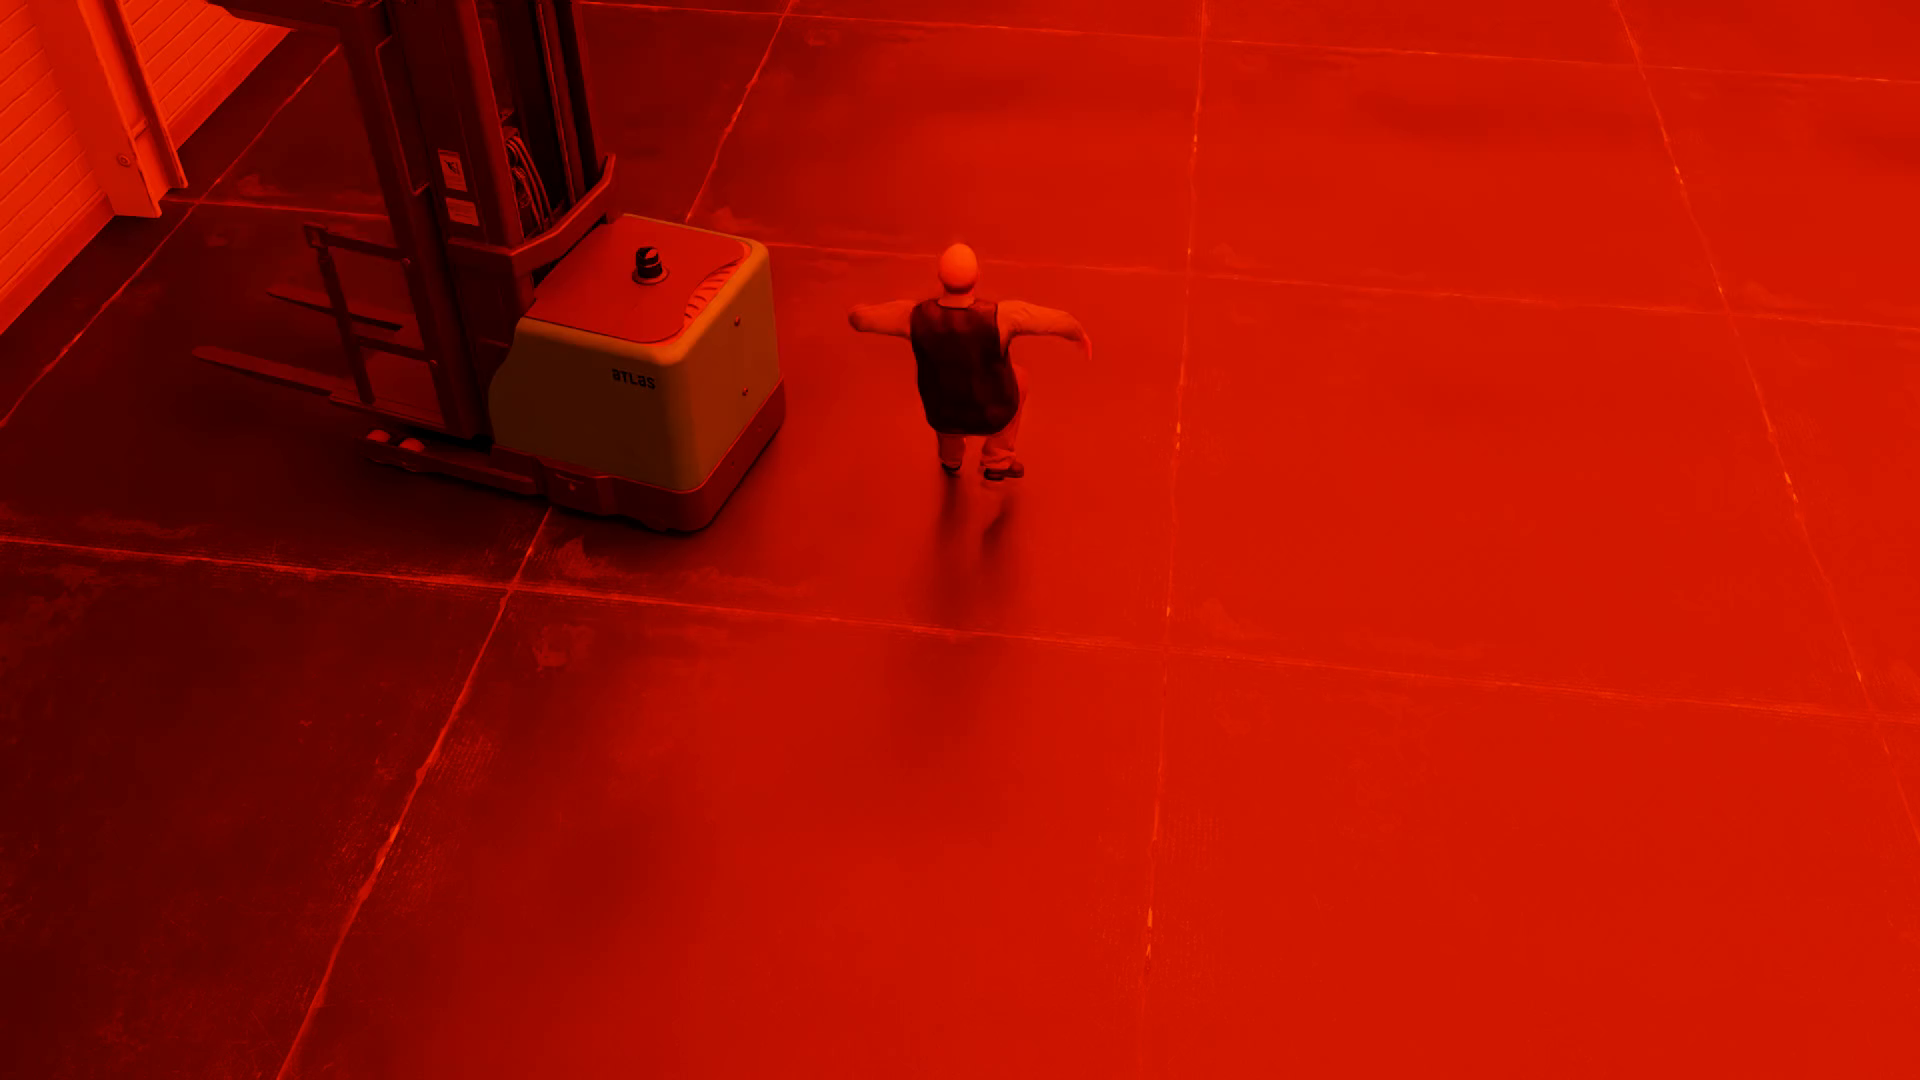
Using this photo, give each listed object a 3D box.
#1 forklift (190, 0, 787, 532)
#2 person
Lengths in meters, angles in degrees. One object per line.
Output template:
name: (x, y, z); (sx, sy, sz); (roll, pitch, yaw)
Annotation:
forklift: (-2.457, -1.737, 7.615); (3.031, 2.935, 1.130); (14, 44, 15)
person: (0.036, -0.803, 7.637); (1.133, 1.538, 0.856); (5, 43, 6)
